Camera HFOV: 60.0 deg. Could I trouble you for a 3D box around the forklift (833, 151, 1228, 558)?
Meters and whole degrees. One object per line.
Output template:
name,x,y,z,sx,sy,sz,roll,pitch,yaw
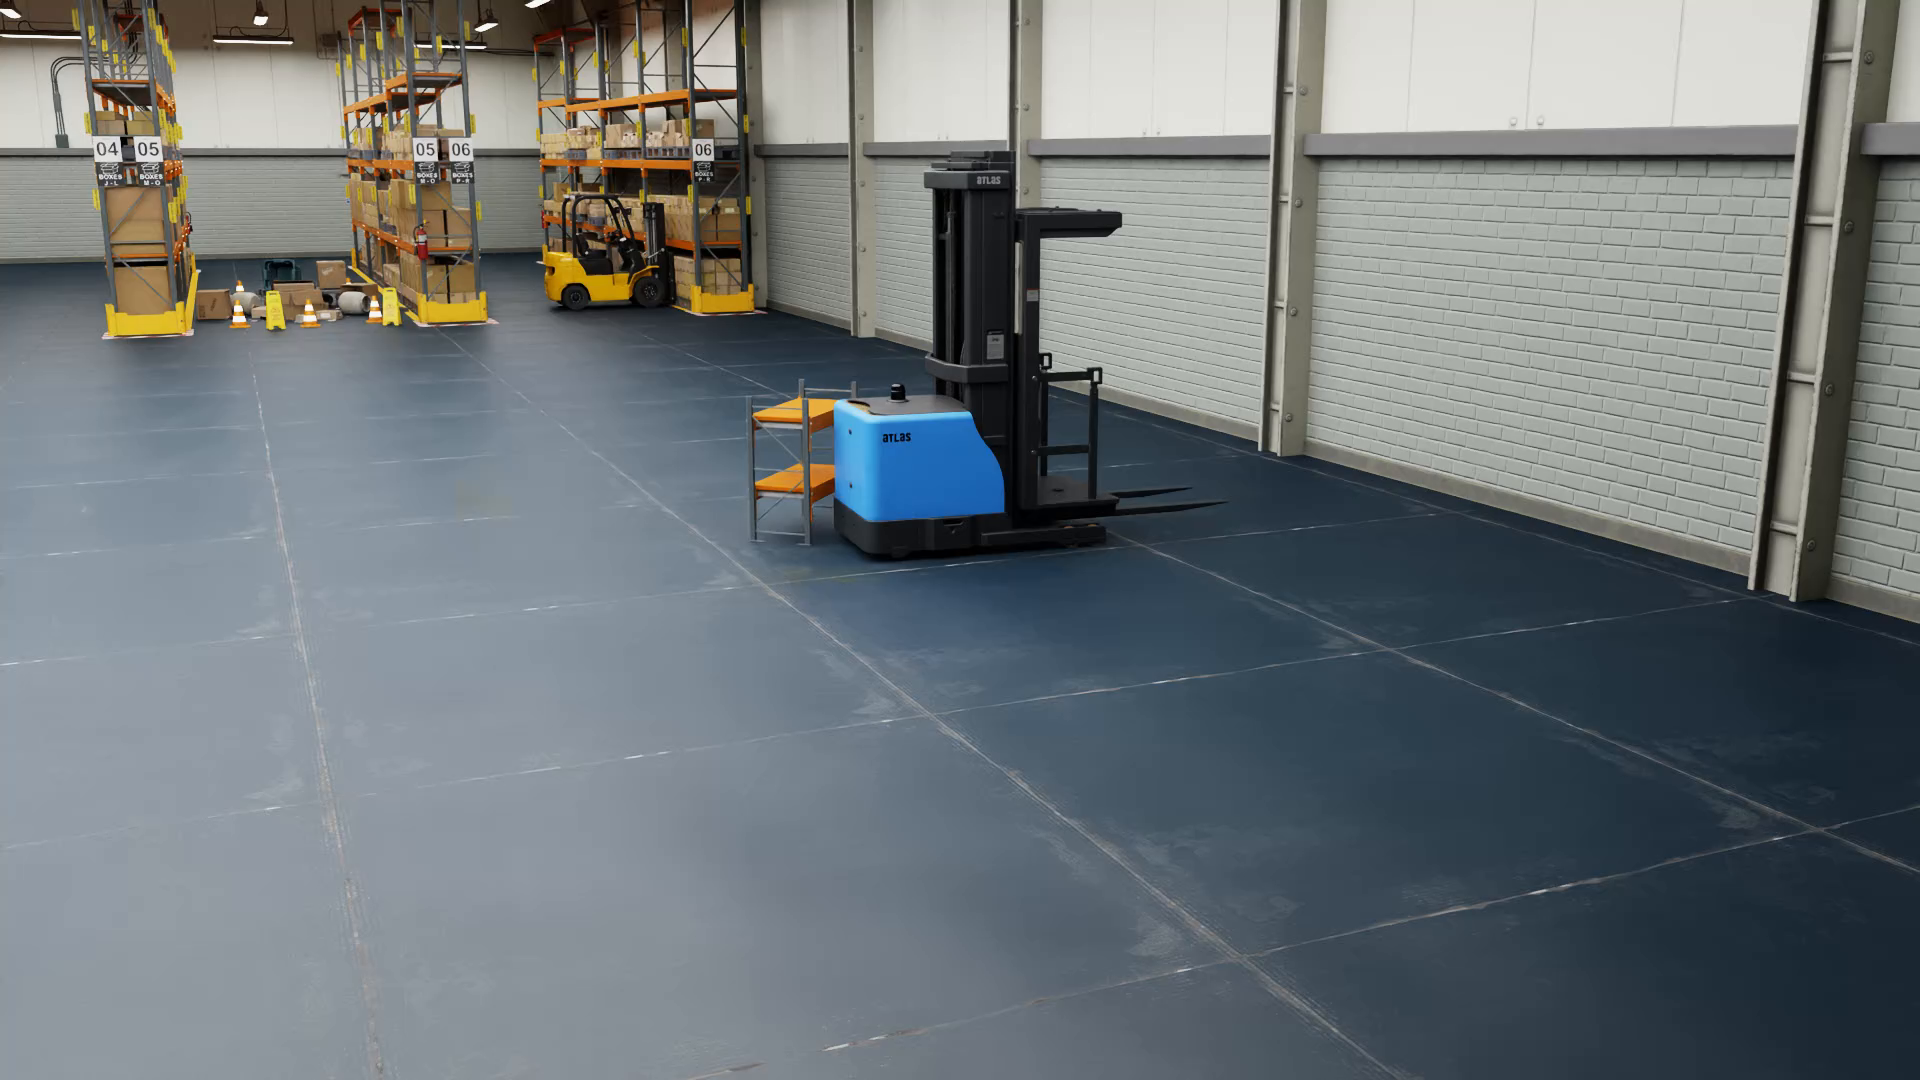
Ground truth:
forklift,0.590,-1.474,12.740,3.031,2.935,1.130,-5,14,-19

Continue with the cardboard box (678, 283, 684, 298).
cardboard box,-5.198,-4.872,32.437,0.500,0.250,0.500,-6,14,-23

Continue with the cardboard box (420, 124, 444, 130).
cardboard box,-10.755,-8.308,33.754,0.500,0.250,0.500,-6,14,-24

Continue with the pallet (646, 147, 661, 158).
pallet,-5.767,-7.906,33.921,1.003,0.211,1.213,-6,14,-23

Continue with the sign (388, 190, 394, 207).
sign,-11.186,-6.726,32.710,0.100,0.325,0.005,-6,14,-23

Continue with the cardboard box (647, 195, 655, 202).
cardboard box,-6.277,-7.079,34.483,0.380,0.149,0.250,-5,14,-22

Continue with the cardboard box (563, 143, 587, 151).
cardboard box,-9.760,-9.925,42.120,0.500,0.250,0.500,-6,14,-23

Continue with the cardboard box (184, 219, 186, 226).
cardboard box,-18.192,-7.363,38.589,0.380,0.149,0.250,-5,14,-21

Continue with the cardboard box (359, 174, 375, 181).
cardboard box,-14.299,-8.752,40.155,0.380,0.149,0.250,-6,14,-24

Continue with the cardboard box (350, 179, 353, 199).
cardboard box,-15.341,-8.997,42.650,0.500,0.500,0.500,-6,14,-24

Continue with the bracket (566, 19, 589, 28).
bracket,-10.314,-13.802,44.565,0.076,0.066,4.783,-6,14,-23

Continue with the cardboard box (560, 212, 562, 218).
cardboard box,-10.298,-8.556,43.741,0.380,0.149,0.250,-6,14,-23

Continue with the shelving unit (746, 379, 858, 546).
shelving unit,-1.222,-0.633,13.110,0.538,1.125,1.048,4,14,17

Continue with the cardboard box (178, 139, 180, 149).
cardboard box,-19.563,-9.784,41.061,0.500,0.250,0.500,-6,14,-25

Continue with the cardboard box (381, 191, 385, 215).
cardboard box,-12.098,-7.216,35.584,0.500,0.500,0.500,-5,14,-20

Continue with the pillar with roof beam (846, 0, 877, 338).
pillar with roof beam,-5.524,-7.355,24.691,9.100,9.000,0.400,-6,14,-23

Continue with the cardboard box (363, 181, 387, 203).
cardboard box,-13.742,-8.182,39.129,0.500,0.500,0.500,-6,14,-23

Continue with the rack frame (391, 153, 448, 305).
rack frame,-10.679,-6.213,33.060,1.000,3.000,0.127,-6,14,-23

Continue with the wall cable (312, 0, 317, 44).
wall cable,-19.440,-15.547,46.781,2.355,3.000,0.029,-6,14,-23

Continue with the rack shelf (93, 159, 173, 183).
rack shelf,-14.373,-6.442,28.996,1.077,0.370,4.000,-6,14,-23

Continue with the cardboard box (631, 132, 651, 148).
cardboard box,-6.646,-8.460,35.165,0.500,0.311,0.500,-6,14,-25

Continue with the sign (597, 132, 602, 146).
sign,-8.233,-9.153,37.965,0.100,0.325,0.005,-6,14,-23

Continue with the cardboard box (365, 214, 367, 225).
cardboard box,-13.741,-7.571,39.261,0.500,0.250,0.500,-6,14,-24

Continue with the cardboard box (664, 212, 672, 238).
cardboard box,-5.584,-6.279,33.124,0.500,0.500,0.500,-6,14,-23

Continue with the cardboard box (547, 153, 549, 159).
cardboard box,-10.803,-10.226,44.306,0.380,0.149,0.250,-5,14,-22

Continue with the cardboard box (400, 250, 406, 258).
cardboard box,-10.695,-5.581,32.398,0.380,0.149,0.250,-5,14,-22

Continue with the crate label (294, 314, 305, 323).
crate label,-11.684,-3.950,29.634,0.298,0.136,0.250,9,16,35

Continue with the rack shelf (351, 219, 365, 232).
rack shelf,-14.685,-7.928,42.068,1.077,0.370,4.000,-6,14,-23

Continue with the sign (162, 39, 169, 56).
sign,-16.269,-10.077,34.029,0.100,0.325,0.005,-6,14,-23

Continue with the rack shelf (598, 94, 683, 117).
rack shelf,-6.934,-9.452,36.236,1.077,0.370,4.000,-6,14,-23

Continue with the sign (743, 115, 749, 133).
sign,-4.019,-7.810,31.196,0.100,0.325,0.005,-6,14,-23

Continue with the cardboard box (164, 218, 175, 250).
cardboard box,-14.111,-5.303,28.796,0.875,0.550,0.550,-6,14,-23

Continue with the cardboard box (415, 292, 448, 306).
cardboard box,-9.657,-4.399,30.390,0.500,0.250,0.500,-6,14,-23

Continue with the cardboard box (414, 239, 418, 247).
cardboard box,-9.626,-5.364,29.951,0.380,0.149,0.250,-6,14,-24

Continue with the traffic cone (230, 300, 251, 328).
traffic cone,-12.483,-3.920,28.782,0.336,0.463,0.334,-6,14,-23

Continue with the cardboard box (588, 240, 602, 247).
cardboard box,-8.954,-7.307,40.961,0.380,0.149,0.250,-6,14,-23

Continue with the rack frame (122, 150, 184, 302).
rack frame,-15.174,-5.745,31.038,1.000,3.000,0.127,-6,14,-23

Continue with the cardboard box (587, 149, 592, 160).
cardboard box,-8.565,-9.168,39.509,0.500,0.250,0.500,-6,14,-23

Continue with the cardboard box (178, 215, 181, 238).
cardboard box,-15.742,-6.239,32.953,0.500,0.500,0.500,-5,14,-22

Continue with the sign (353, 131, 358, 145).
sign,-14.392,-9.567,39.578,0.100,0.325,0.005,-6,14,-23

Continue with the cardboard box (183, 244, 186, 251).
cardboard box,-17.430,-6.403,36.833,0.500,0.250,0.500,-6,14,-25

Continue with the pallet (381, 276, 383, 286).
pallet,-12.528,-5.850,37.679,1.003,0.211,1.213,-6,14,-23

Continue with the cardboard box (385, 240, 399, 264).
cardboard box,-12.482,-6.359,37.472,0.875,0.875,0.875,-6,14,-23

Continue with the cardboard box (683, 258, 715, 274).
cardboard box,-5.000,-5.254,31.869,0.500,0.250,0.500,-5,14,-21

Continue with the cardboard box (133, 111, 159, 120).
cardboard box,-13.414,-6.997,27.431,0.380,0.149,0.250,-5,14,-22

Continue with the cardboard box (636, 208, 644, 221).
cardboard box,-6.563,-6.911,35.300,0.500,0.250,0.500,-6,14,-24

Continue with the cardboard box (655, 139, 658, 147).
cardboard box,-5.923,-7.975,33.427,0.380,0.149,0.250,-5,14,-21
